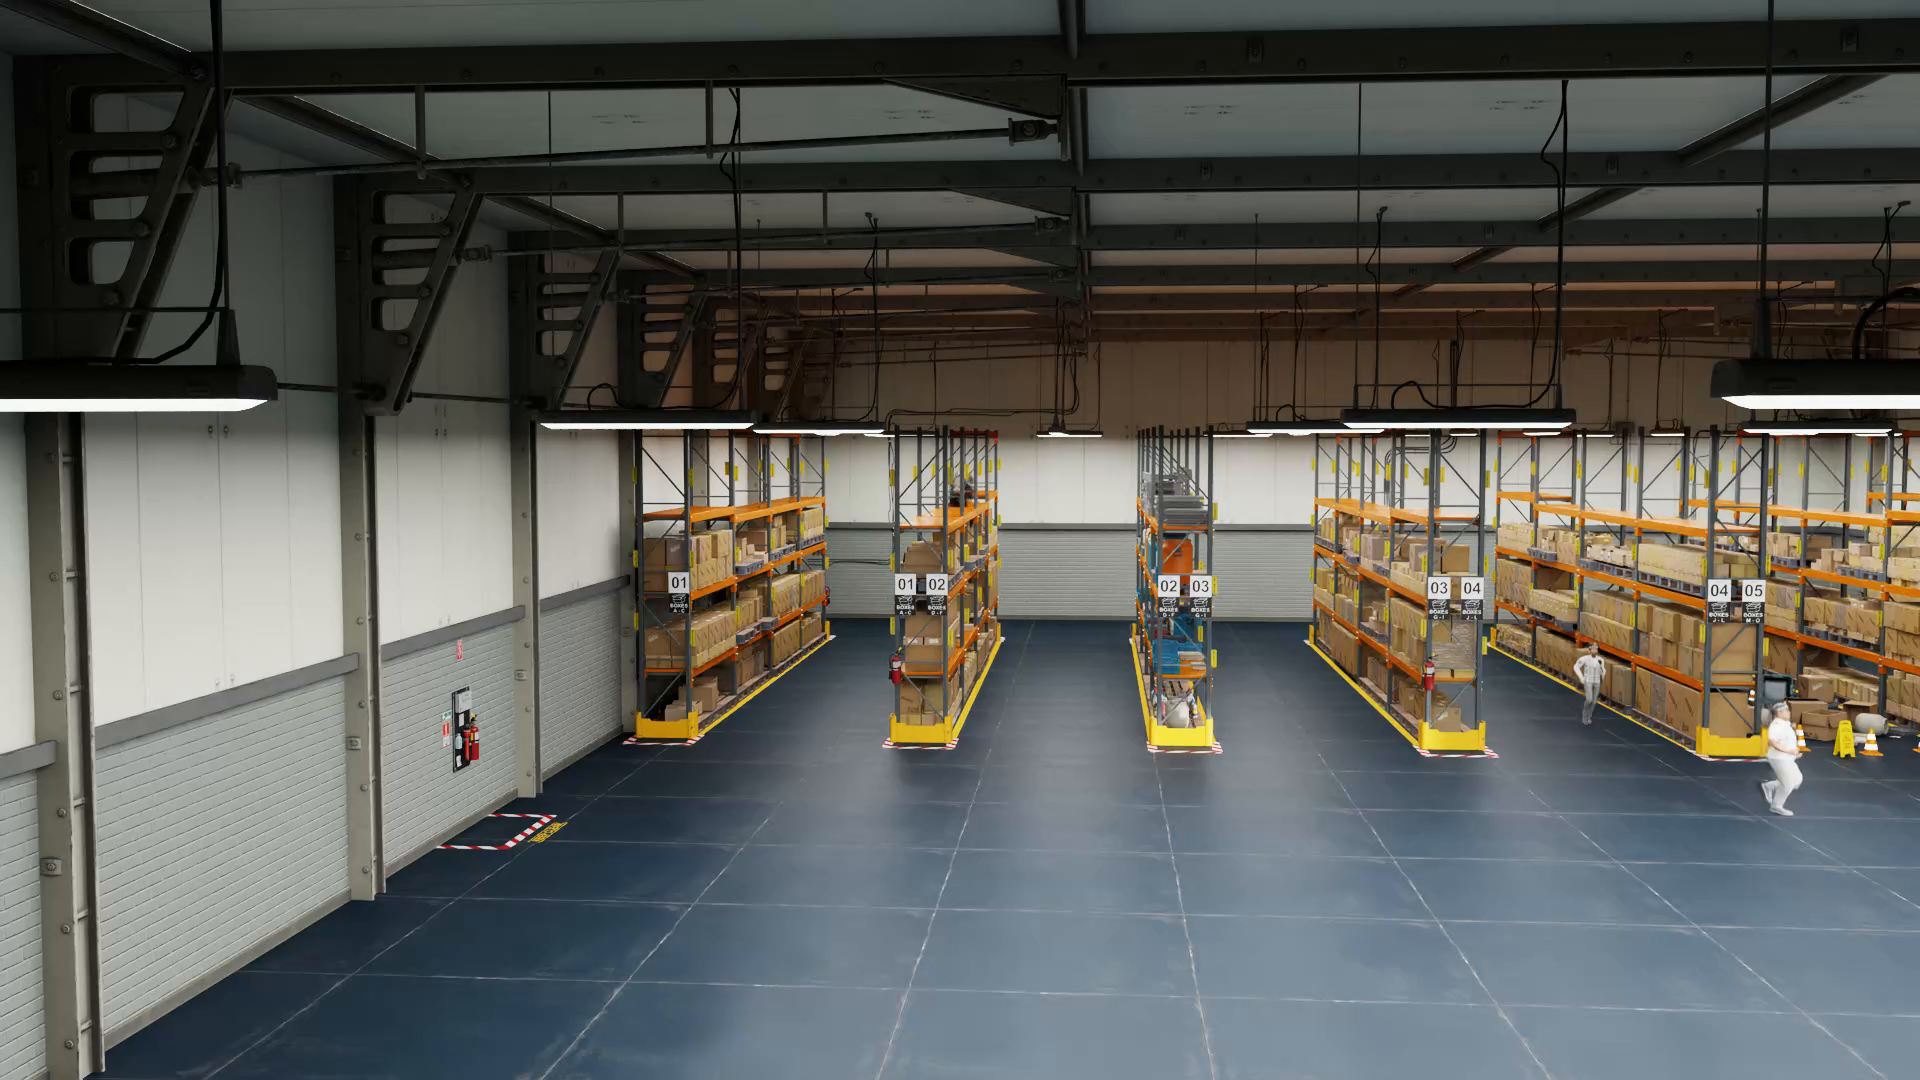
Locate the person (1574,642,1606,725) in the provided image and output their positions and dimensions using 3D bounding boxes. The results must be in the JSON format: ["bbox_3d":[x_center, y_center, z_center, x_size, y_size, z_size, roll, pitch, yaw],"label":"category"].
[{"bbox_3d":[12.662,2.881,33.310,0.588,1.681,0.632,0,3,0],"label":"person"}]

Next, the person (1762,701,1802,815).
[{"bbox_3d":[12.604,3.333,25.472,0.573,1.737,0.664,3,4,40],"label":"person"}]

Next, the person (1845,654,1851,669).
[{"bbox_3d":[21.291,2.525,39.903,0.579,1.596,0.667,0,3,0],"label":"person"}]
